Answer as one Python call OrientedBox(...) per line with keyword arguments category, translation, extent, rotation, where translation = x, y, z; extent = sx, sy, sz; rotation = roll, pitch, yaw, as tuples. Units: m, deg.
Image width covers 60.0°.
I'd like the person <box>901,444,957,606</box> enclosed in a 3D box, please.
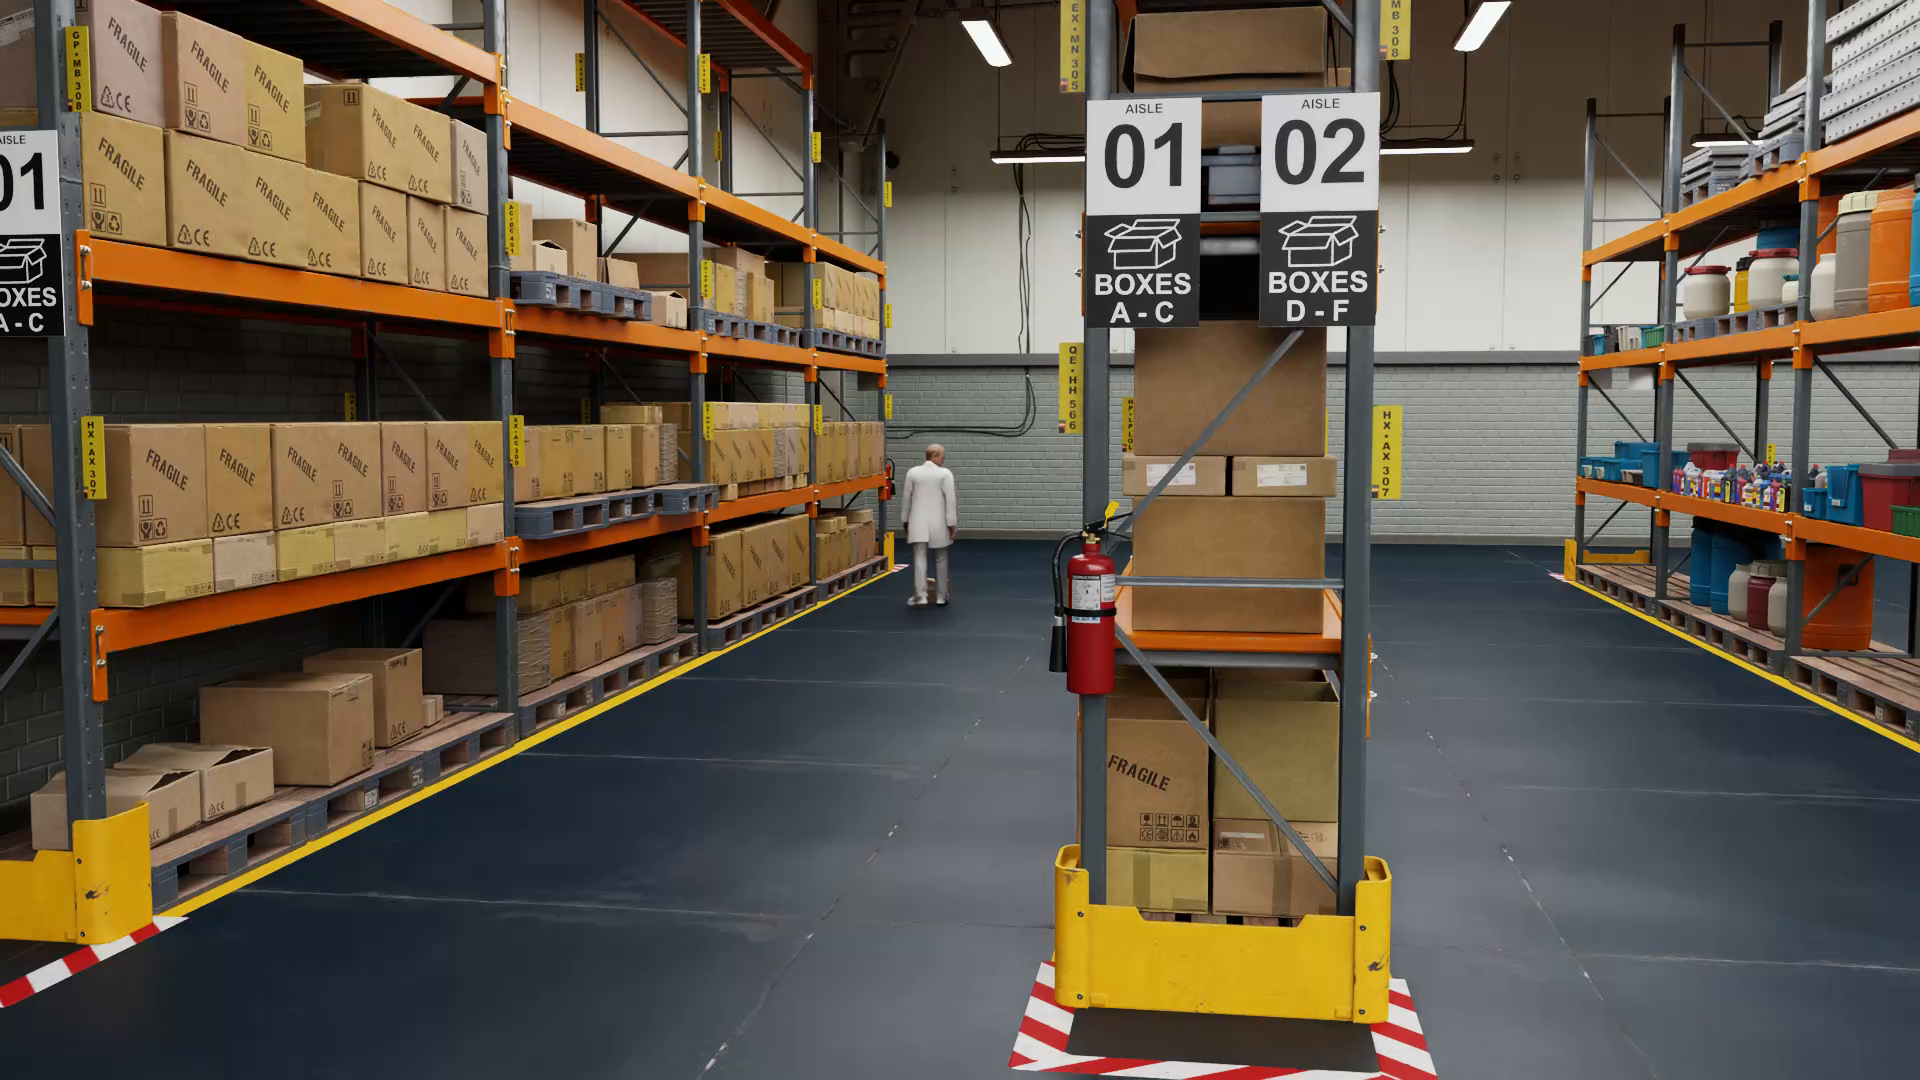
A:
OrientedBox(category="person", translation=(-0.338, -0.168, 18.139), extent=(0.628, 1.762, 0.849), rotation=(0, 4, 4))
